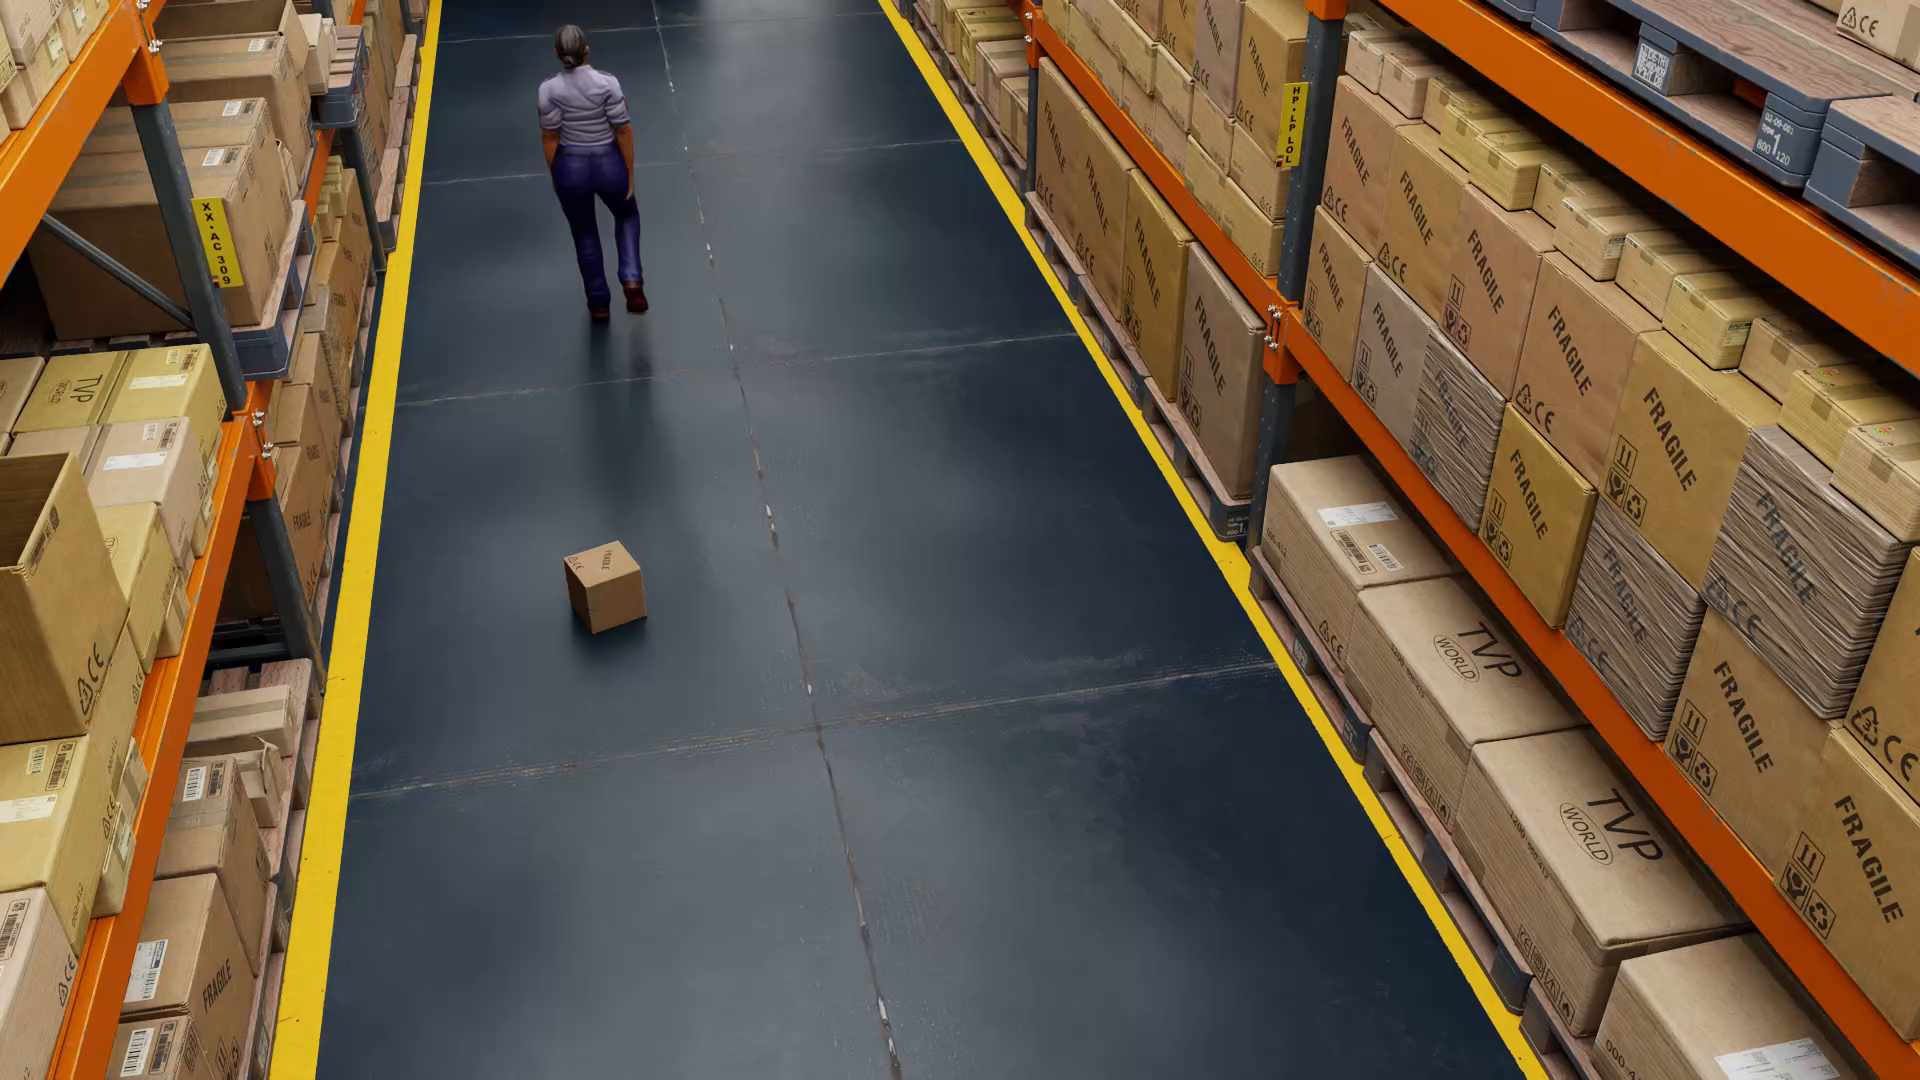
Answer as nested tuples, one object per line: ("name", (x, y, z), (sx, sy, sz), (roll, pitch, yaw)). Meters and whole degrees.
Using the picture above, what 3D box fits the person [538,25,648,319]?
("person", (-1.990, -1.978, 8.998), (0.475, 1.649, 0.454), (-9, 35, -12))
